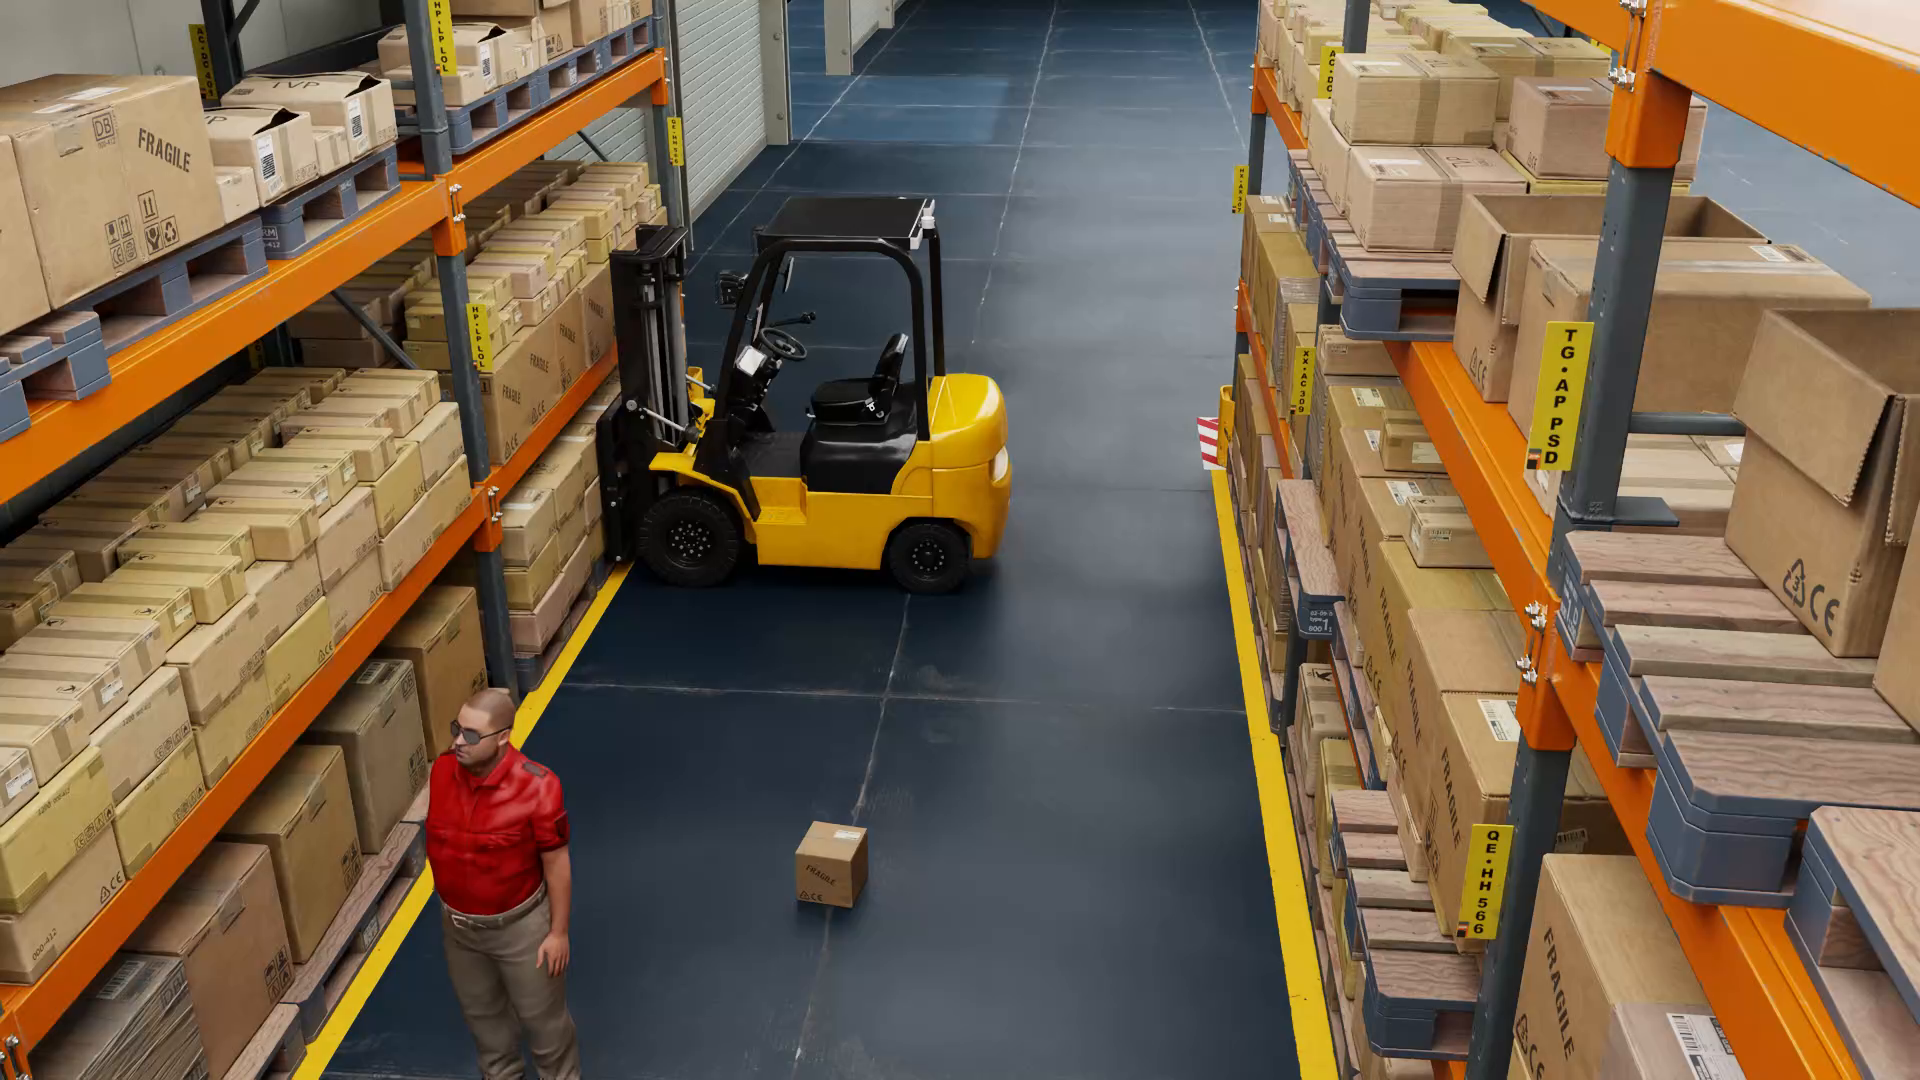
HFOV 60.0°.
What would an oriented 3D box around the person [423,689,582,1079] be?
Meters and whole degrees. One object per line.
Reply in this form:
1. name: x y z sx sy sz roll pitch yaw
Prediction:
1. person: -1.580 1.310 5.673 0.532 1.726 0.380 9 26 19
